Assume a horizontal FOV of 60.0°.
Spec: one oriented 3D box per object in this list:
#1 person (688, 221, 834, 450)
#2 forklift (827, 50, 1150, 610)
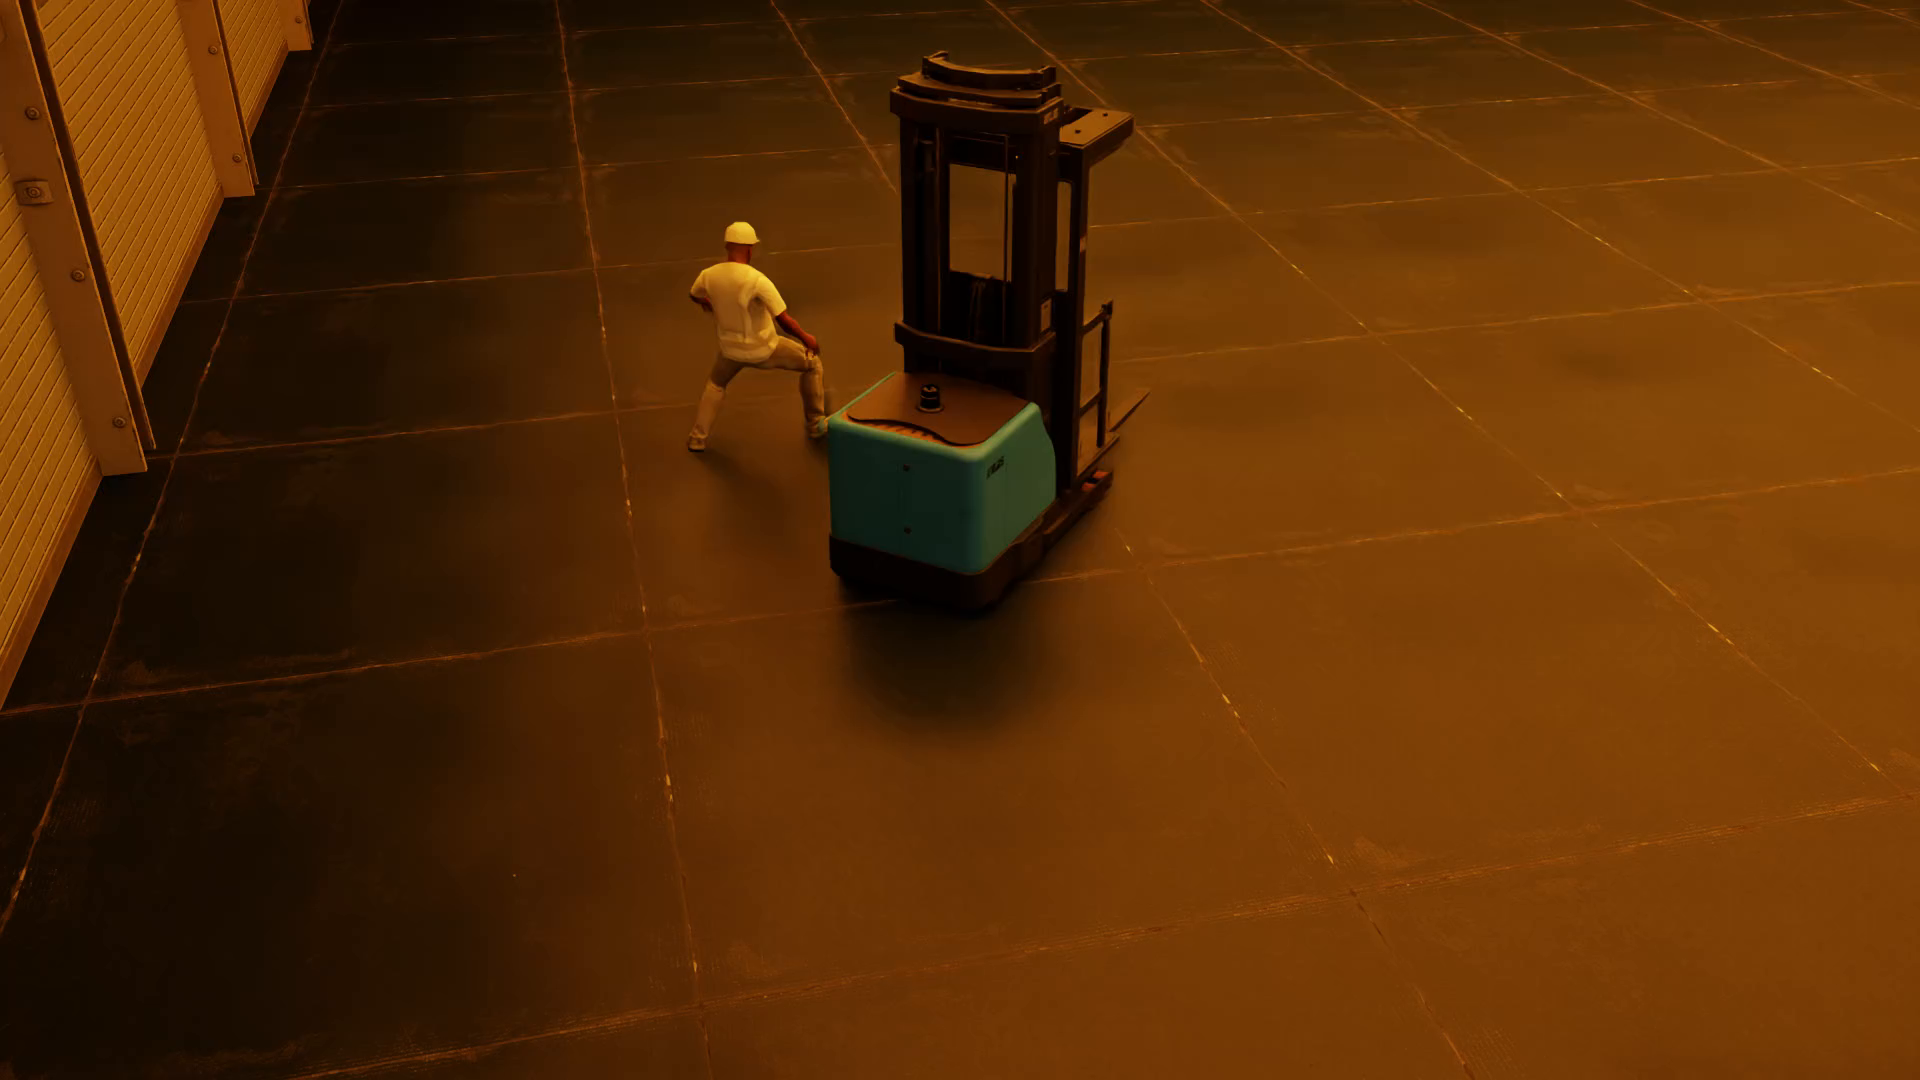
[{"bbox_3d":[-1.461,-1.402,11.381,1.021,1.643,0.825,16,34,25],"label":"person"},{"bbox_3d":[0.358,-1.573,10.292,1.130,2.935,3.031,15,33,24],"label":"forklift"}]
